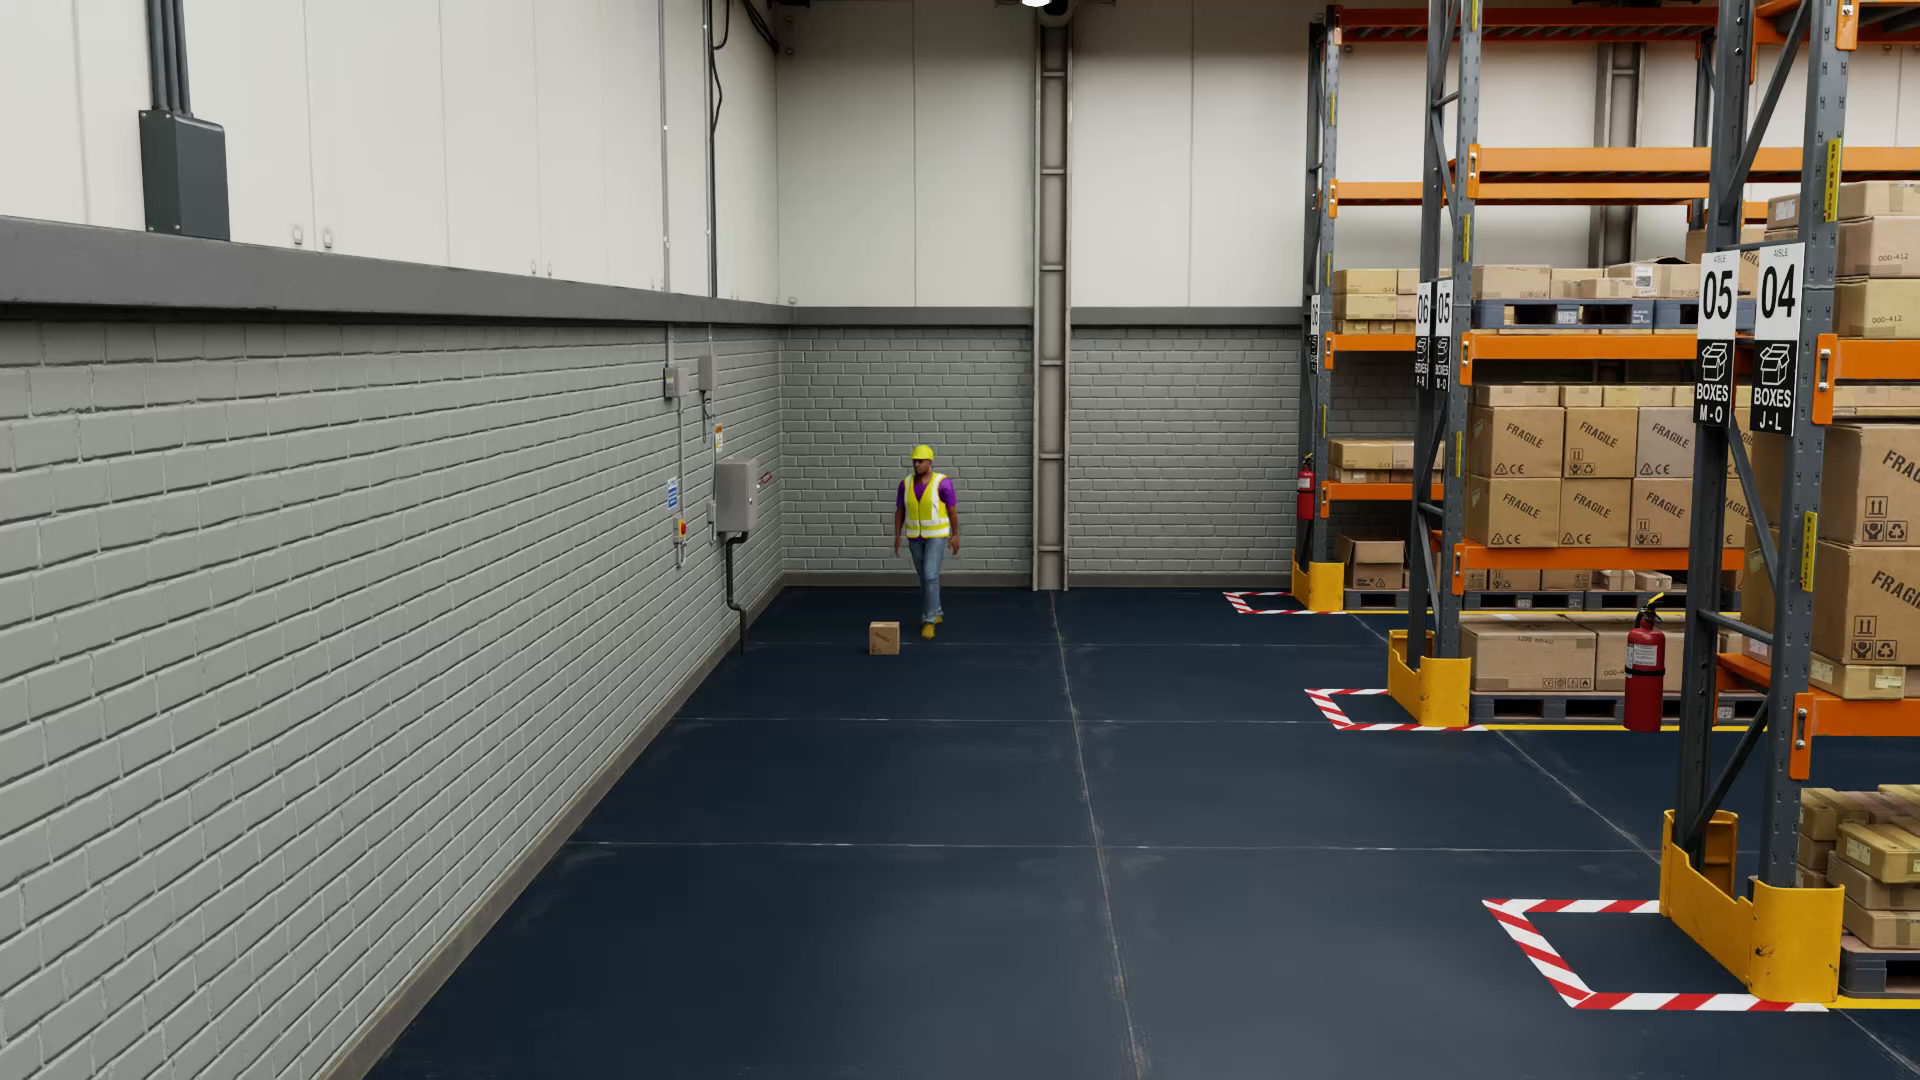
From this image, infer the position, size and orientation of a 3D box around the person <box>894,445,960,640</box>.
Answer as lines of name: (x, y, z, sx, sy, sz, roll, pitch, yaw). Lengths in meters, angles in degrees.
person: (-0.349, -0.004, 15.701, 0.582, 1.782, 0.722, 3, 8, 26)
